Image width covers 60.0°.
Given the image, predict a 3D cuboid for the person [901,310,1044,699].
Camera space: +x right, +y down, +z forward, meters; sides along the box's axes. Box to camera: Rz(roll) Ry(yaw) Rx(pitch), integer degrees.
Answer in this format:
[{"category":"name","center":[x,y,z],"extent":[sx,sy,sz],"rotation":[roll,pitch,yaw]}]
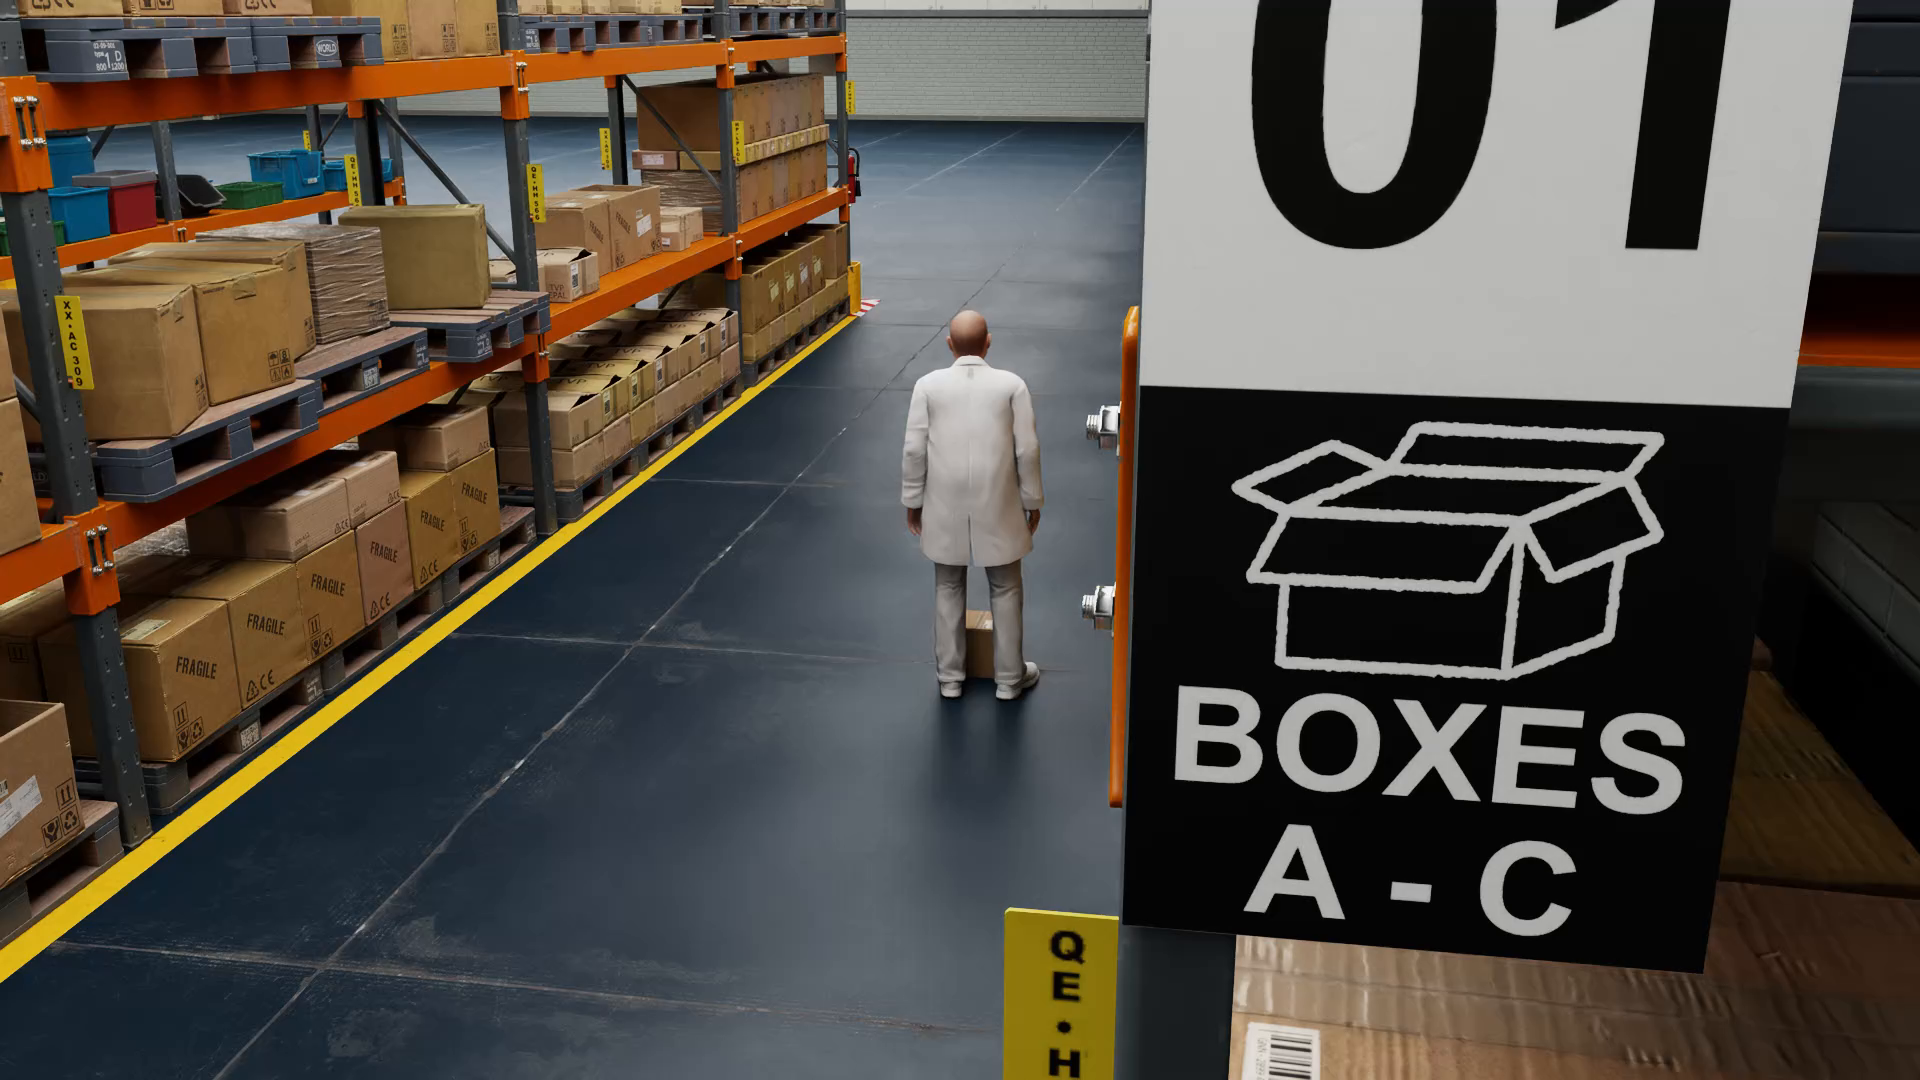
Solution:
[{"category":"person","center":[0.056,-0.121,7.566],"extent":[0.652,1.709,0.426],"rotation":[2,18,6]}]
